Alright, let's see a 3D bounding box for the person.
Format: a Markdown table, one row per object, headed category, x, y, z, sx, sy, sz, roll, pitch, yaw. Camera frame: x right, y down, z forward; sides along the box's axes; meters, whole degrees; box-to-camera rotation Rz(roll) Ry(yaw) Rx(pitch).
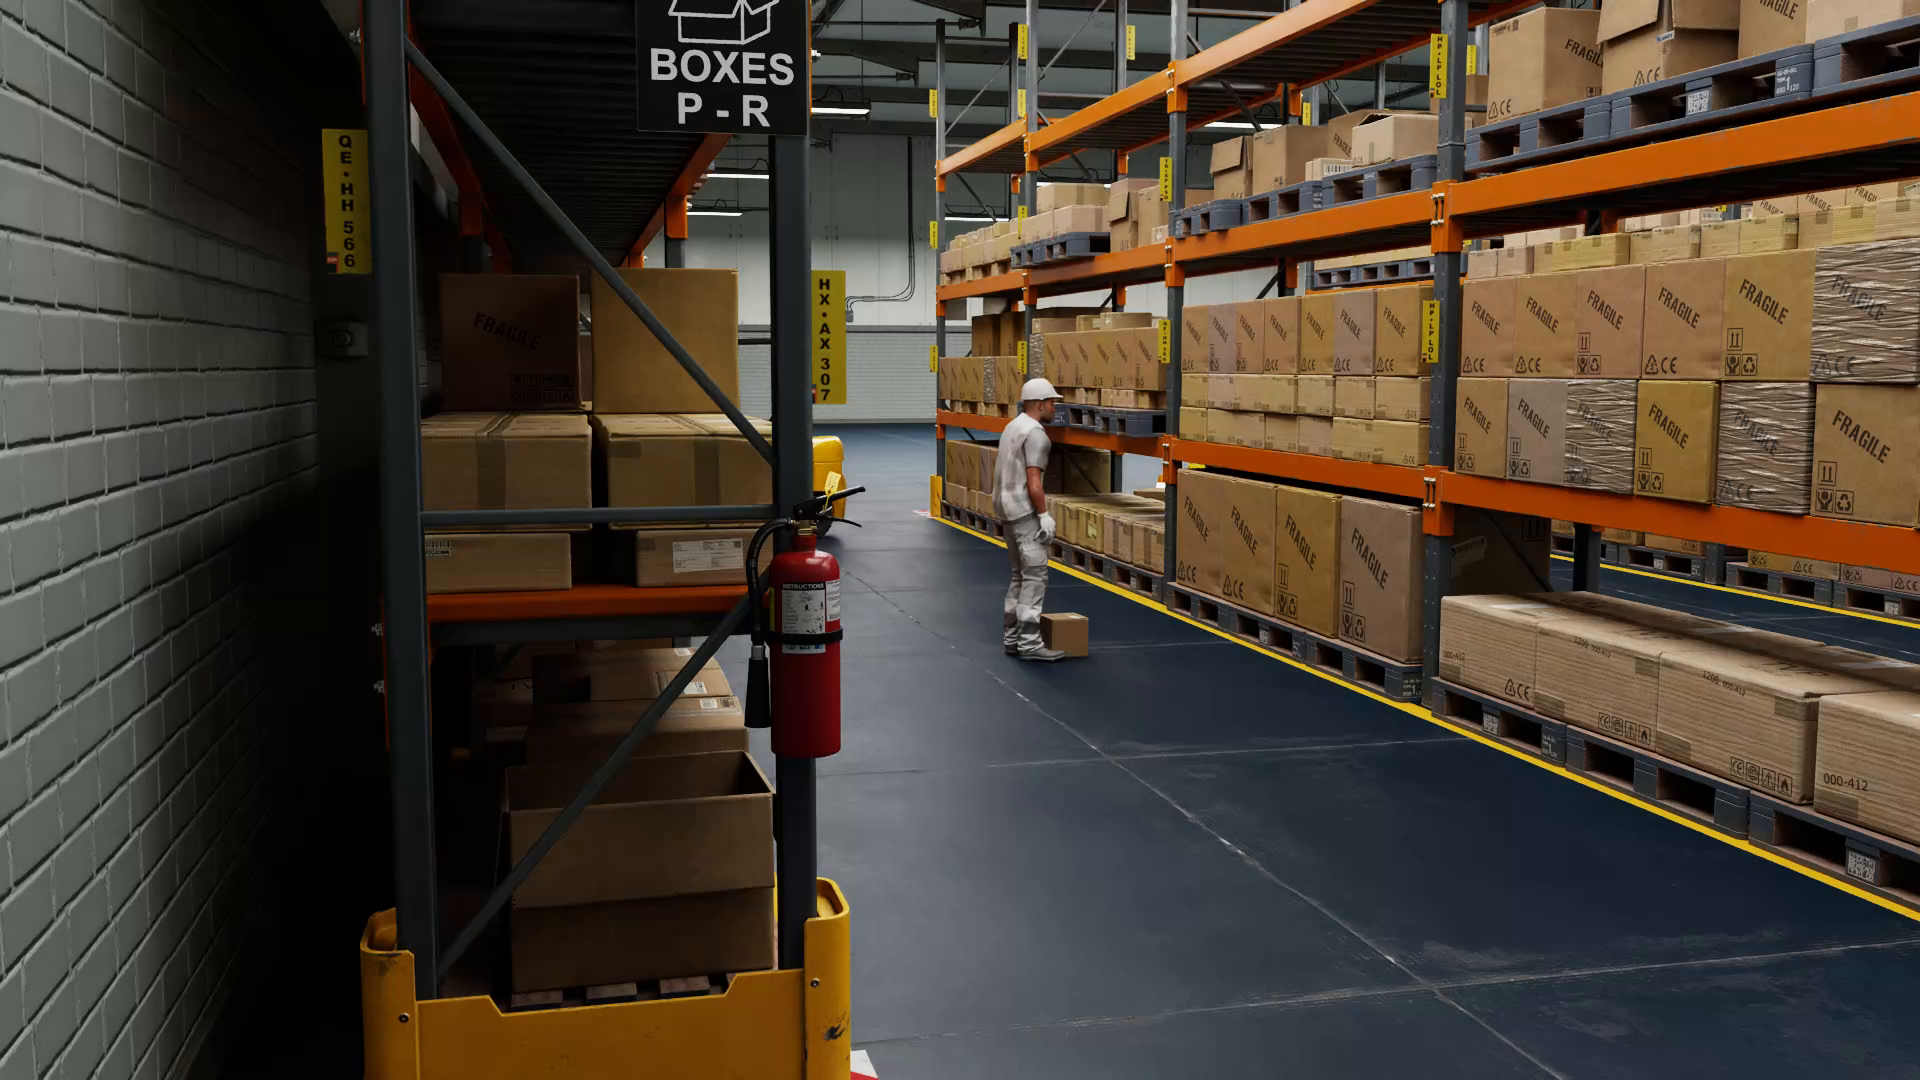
| category | x | y | z | sx | sy | sz | roll | pitch | yaw |
| --- | --- | --- | --- | --- | --- | --- | --- | --- | --- |
| person | 0.450 | -0.138 | 10.629 | 0.454 | 1.779 | 0.620 | -2 | 6 | -15 |
